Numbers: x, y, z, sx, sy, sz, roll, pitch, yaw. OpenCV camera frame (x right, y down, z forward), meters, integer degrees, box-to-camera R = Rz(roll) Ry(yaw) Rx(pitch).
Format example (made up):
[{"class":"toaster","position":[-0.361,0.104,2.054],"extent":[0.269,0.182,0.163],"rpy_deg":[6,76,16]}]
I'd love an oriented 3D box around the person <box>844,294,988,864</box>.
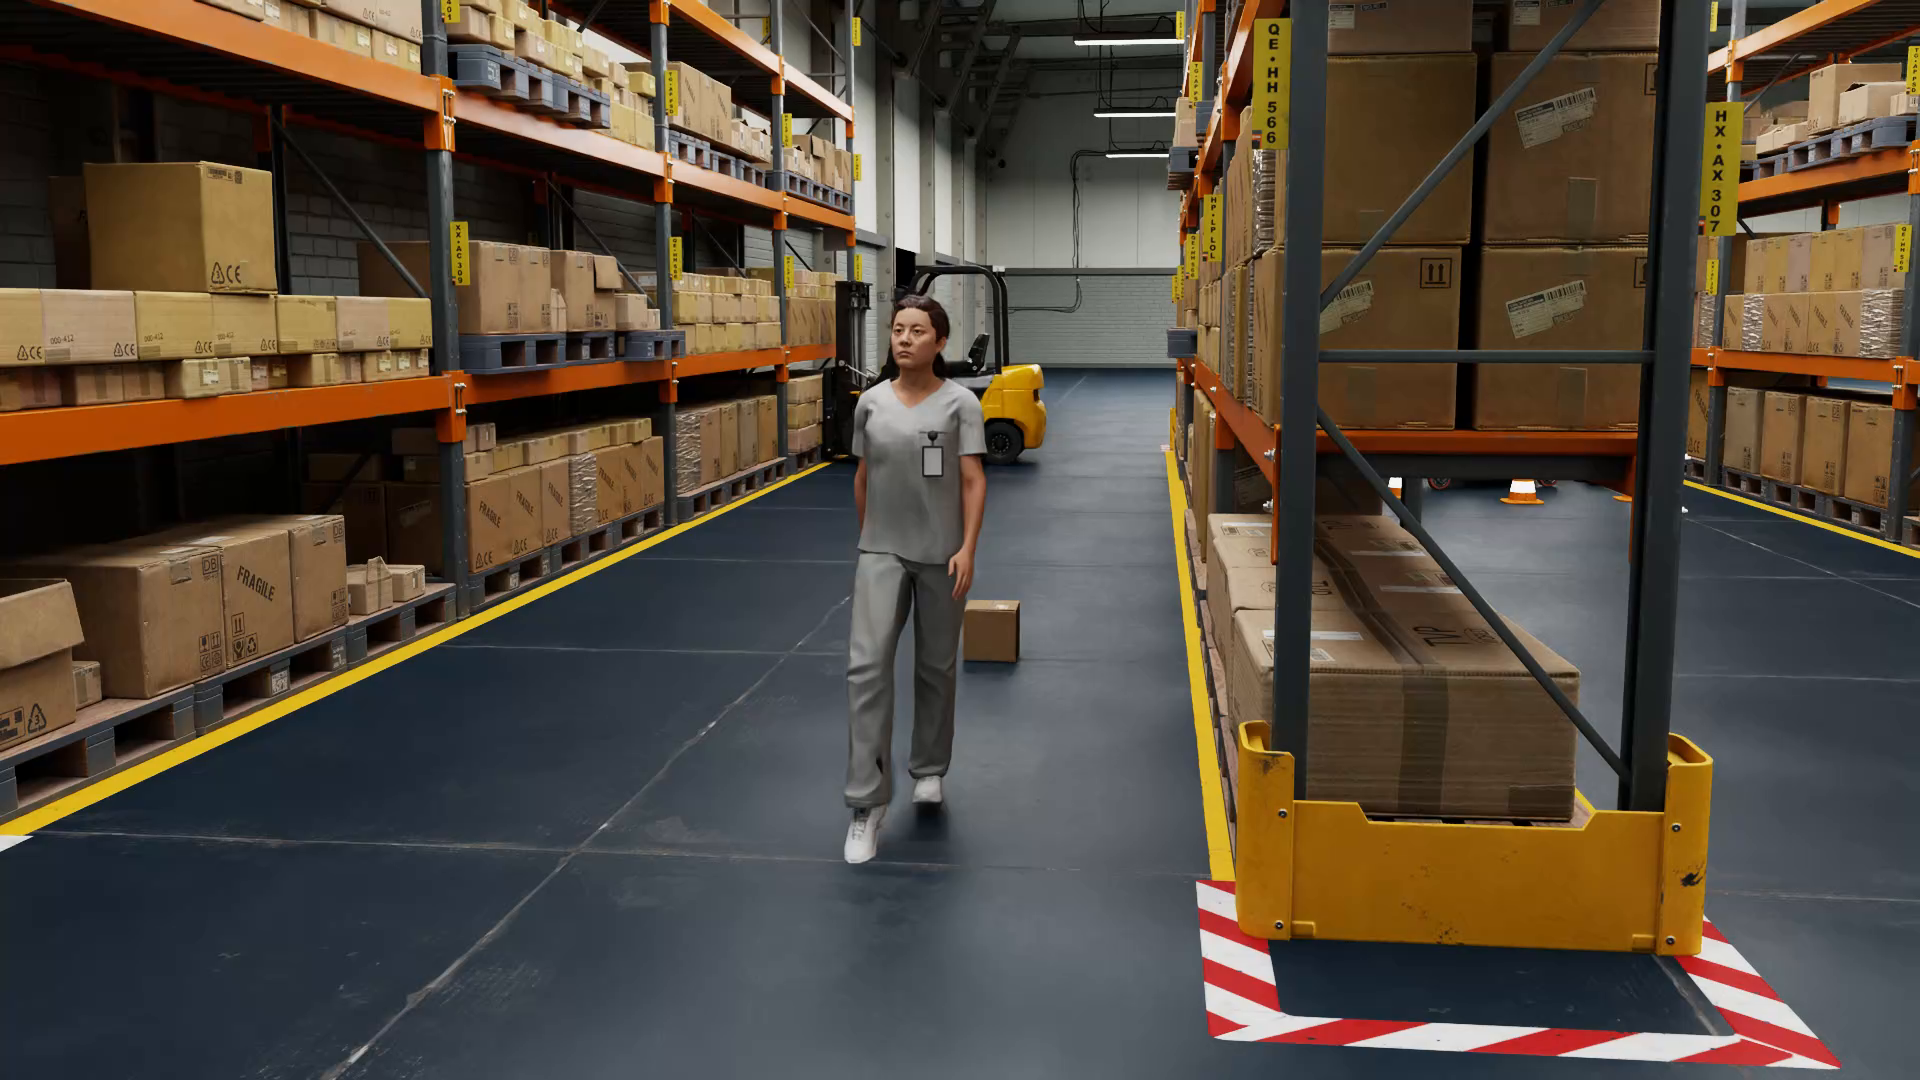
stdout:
[{"class":"person","position":[-0.141,0.092,5.181],"extent":[0.446,1.700,0.756],"rpy_deg":[1,8,6]}]
